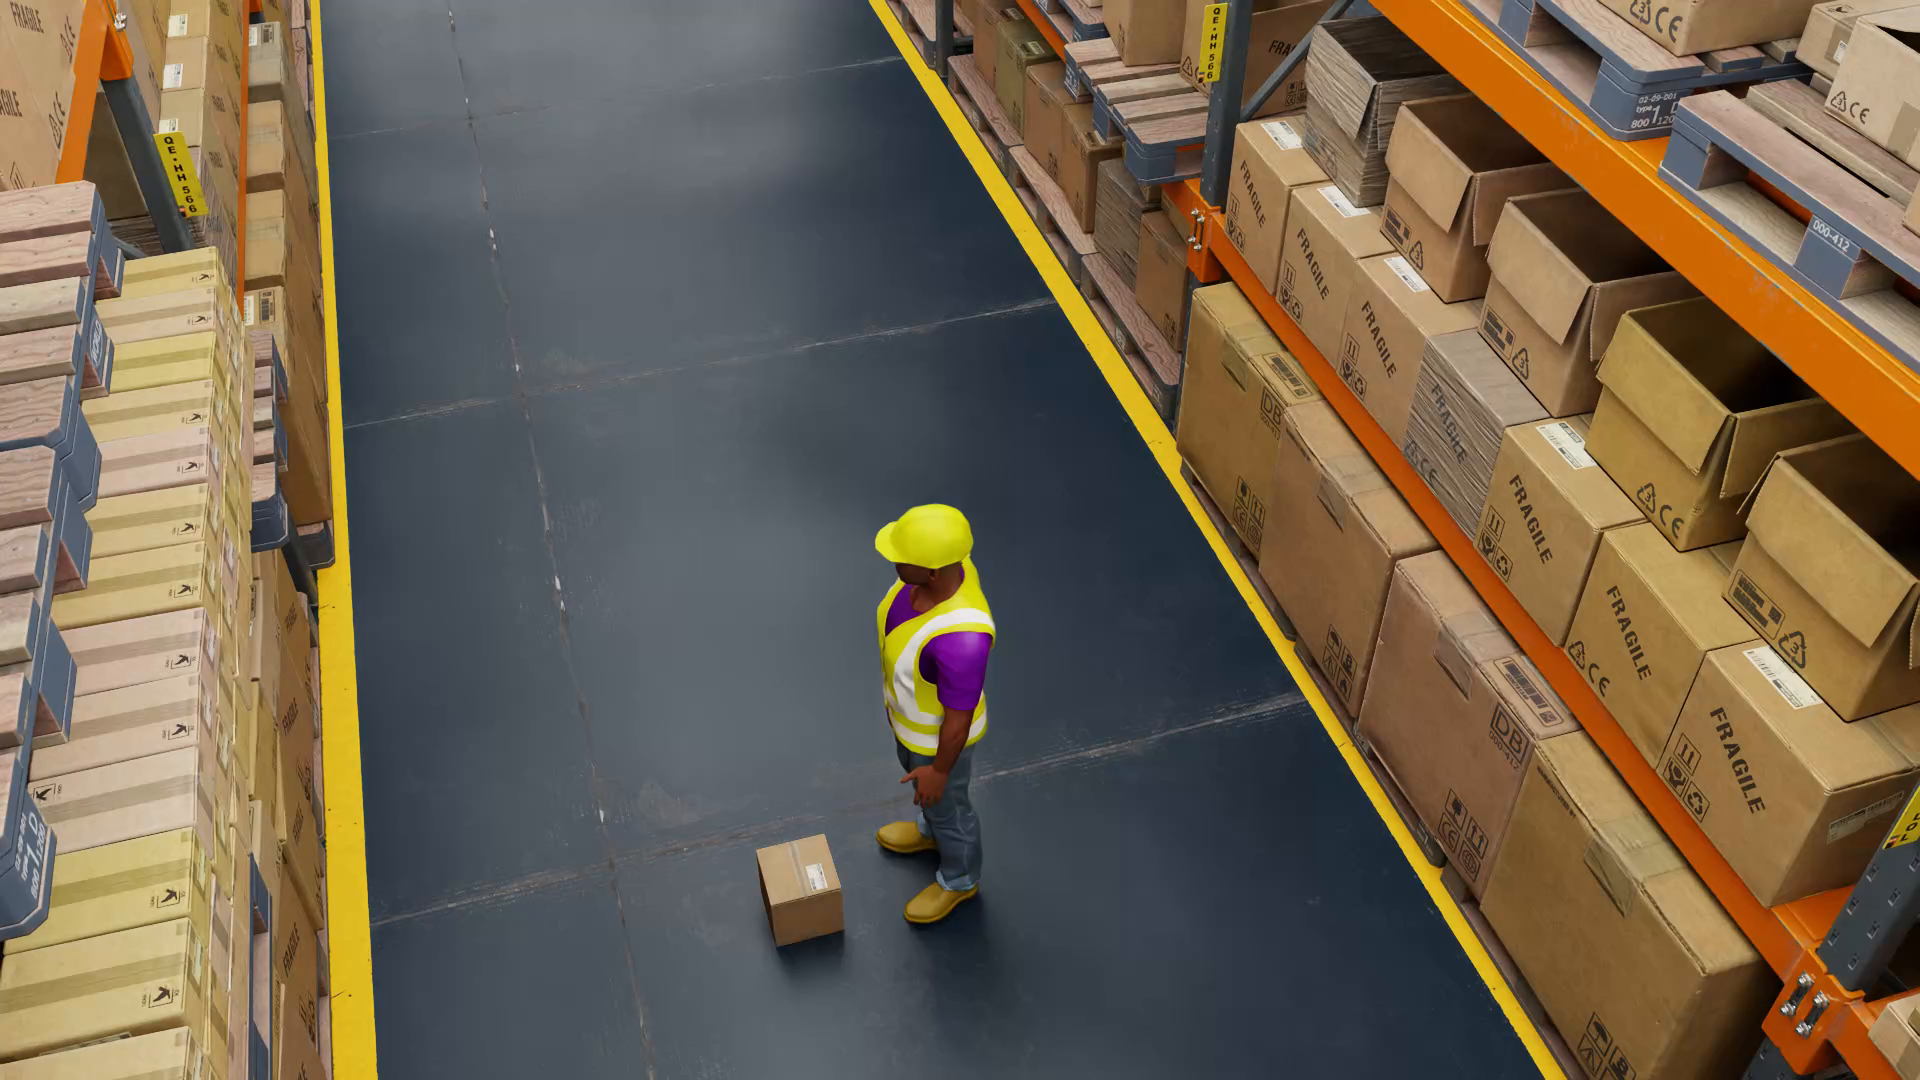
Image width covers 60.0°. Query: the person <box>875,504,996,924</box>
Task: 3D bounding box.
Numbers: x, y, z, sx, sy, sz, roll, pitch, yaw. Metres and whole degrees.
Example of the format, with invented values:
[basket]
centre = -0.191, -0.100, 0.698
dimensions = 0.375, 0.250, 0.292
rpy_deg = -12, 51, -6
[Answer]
[person]
centre = -0.090, 0.567, 5.484
dimensions = 0.348, 1.769, 0.579
rpy_deg = -11, 43, -12
